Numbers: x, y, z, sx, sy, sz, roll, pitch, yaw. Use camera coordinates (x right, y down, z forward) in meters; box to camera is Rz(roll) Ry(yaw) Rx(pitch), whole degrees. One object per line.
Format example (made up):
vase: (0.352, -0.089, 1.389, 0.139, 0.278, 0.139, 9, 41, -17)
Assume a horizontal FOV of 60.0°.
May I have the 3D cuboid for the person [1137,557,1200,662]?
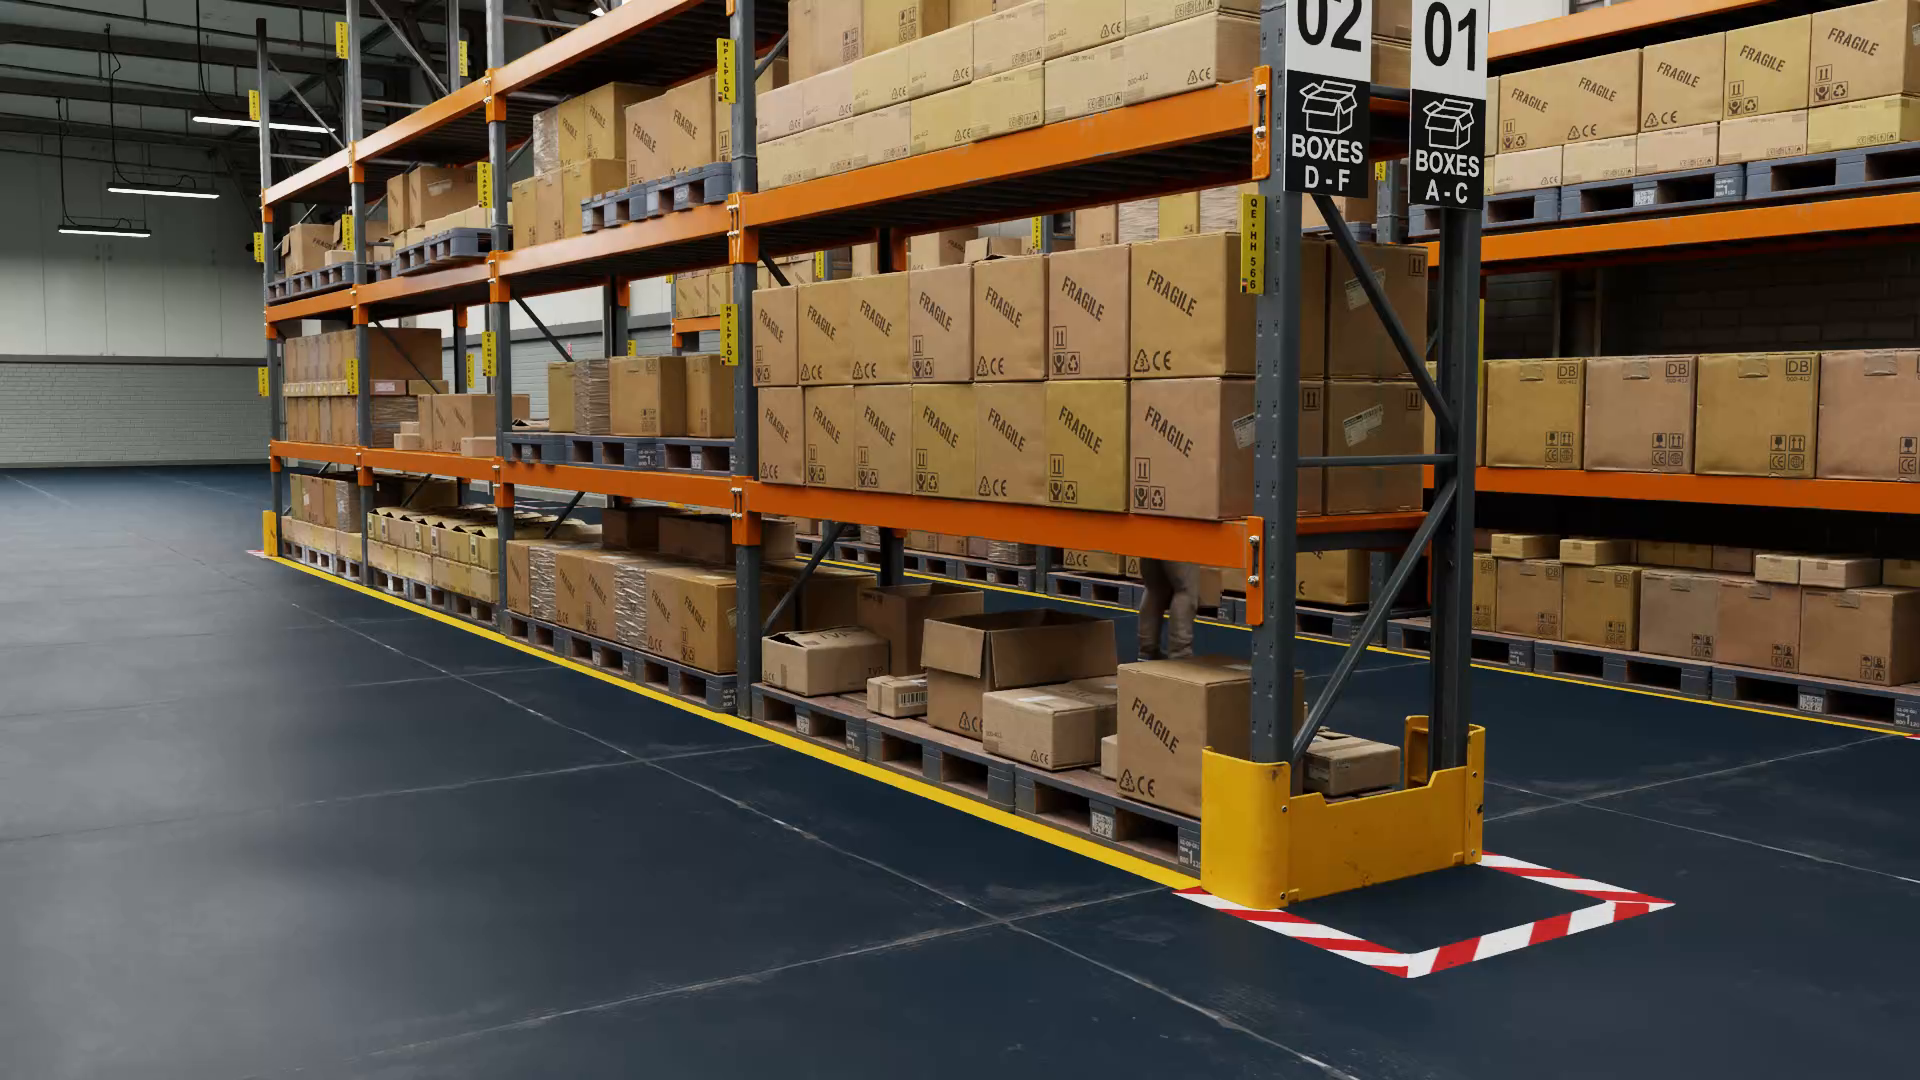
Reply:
person: (1.361, -0.039, 10.861, 0.392, 1.731, 0.561, -3, 6, -35)
